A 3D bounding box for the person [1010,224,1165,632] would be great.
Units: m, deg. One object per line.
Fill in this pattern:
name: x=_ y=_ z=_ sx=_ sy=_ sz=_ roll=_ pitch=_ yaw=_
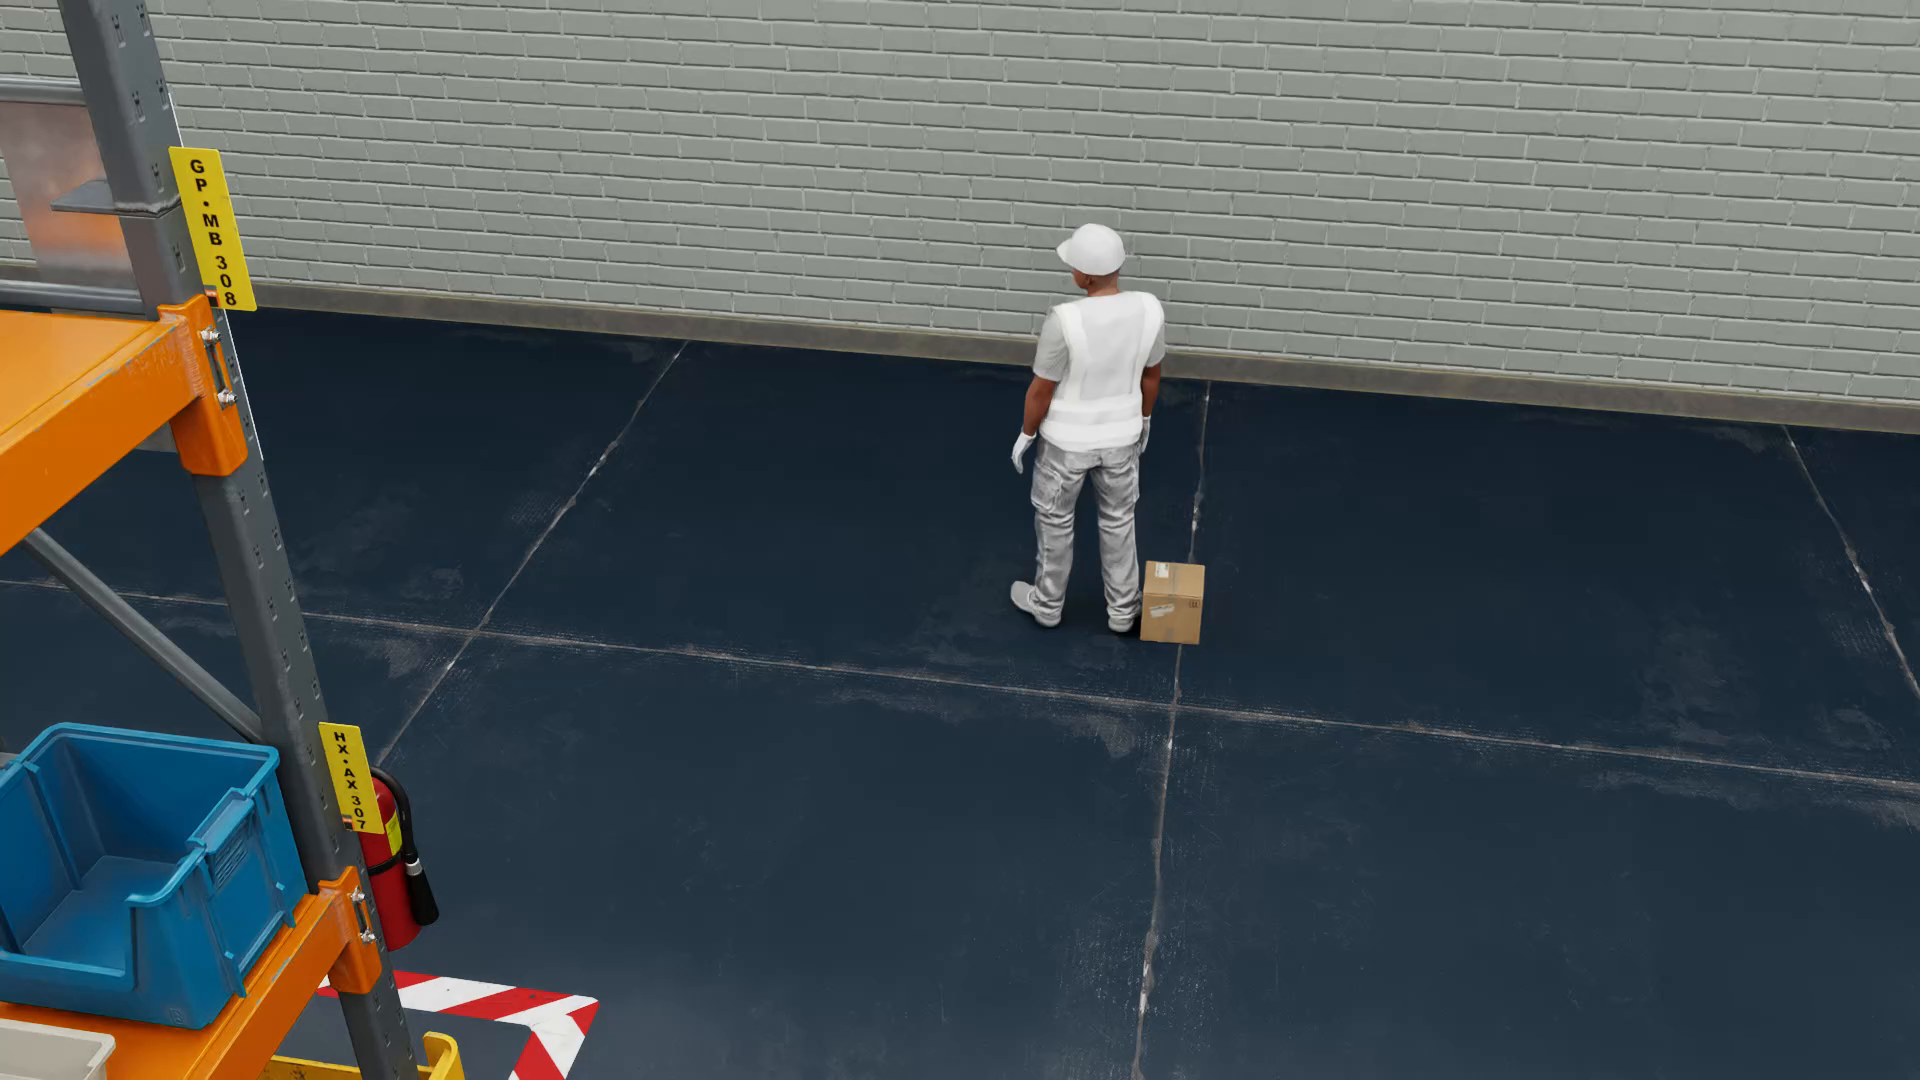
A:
person: x=0.509 y=-0.437 z=6.764 sx=0.617 sy=1.777 sz=0.460 roll=-11 pitch=34 yaw=-16
